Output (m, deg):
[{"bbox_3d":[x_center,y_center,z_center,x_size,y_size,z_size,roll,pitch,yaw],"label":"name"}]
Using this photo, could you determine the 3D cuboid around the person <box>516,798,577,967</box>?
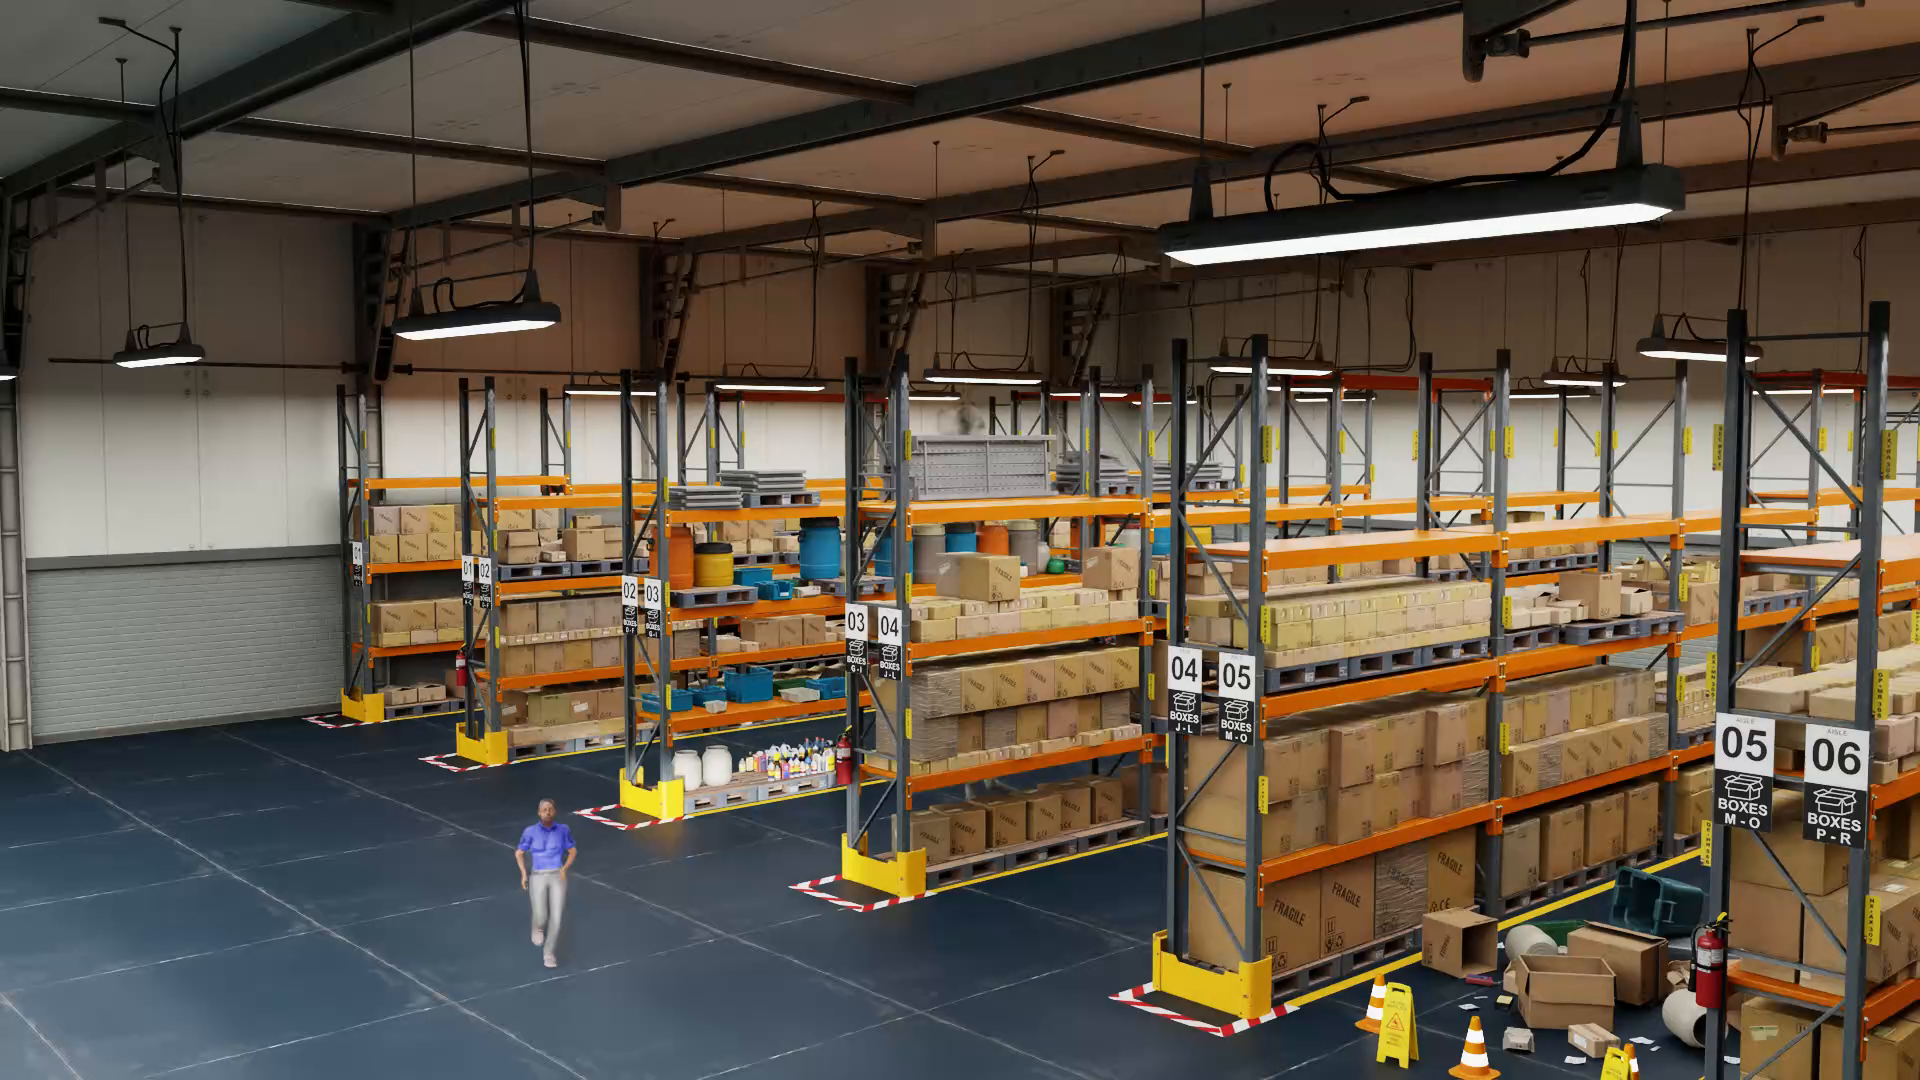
[{"bbox_3d":[-4.004,3.308,16.149,0.577,1.613,0.562,-1,4,-19],"label":"person"}]

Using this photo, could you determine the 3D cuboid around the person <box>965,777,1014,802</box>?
[{"bbox_3d":[0.329,2.828,22.126,0.919,1.750,0.667,-3,5,-42],"label":"person"}]
